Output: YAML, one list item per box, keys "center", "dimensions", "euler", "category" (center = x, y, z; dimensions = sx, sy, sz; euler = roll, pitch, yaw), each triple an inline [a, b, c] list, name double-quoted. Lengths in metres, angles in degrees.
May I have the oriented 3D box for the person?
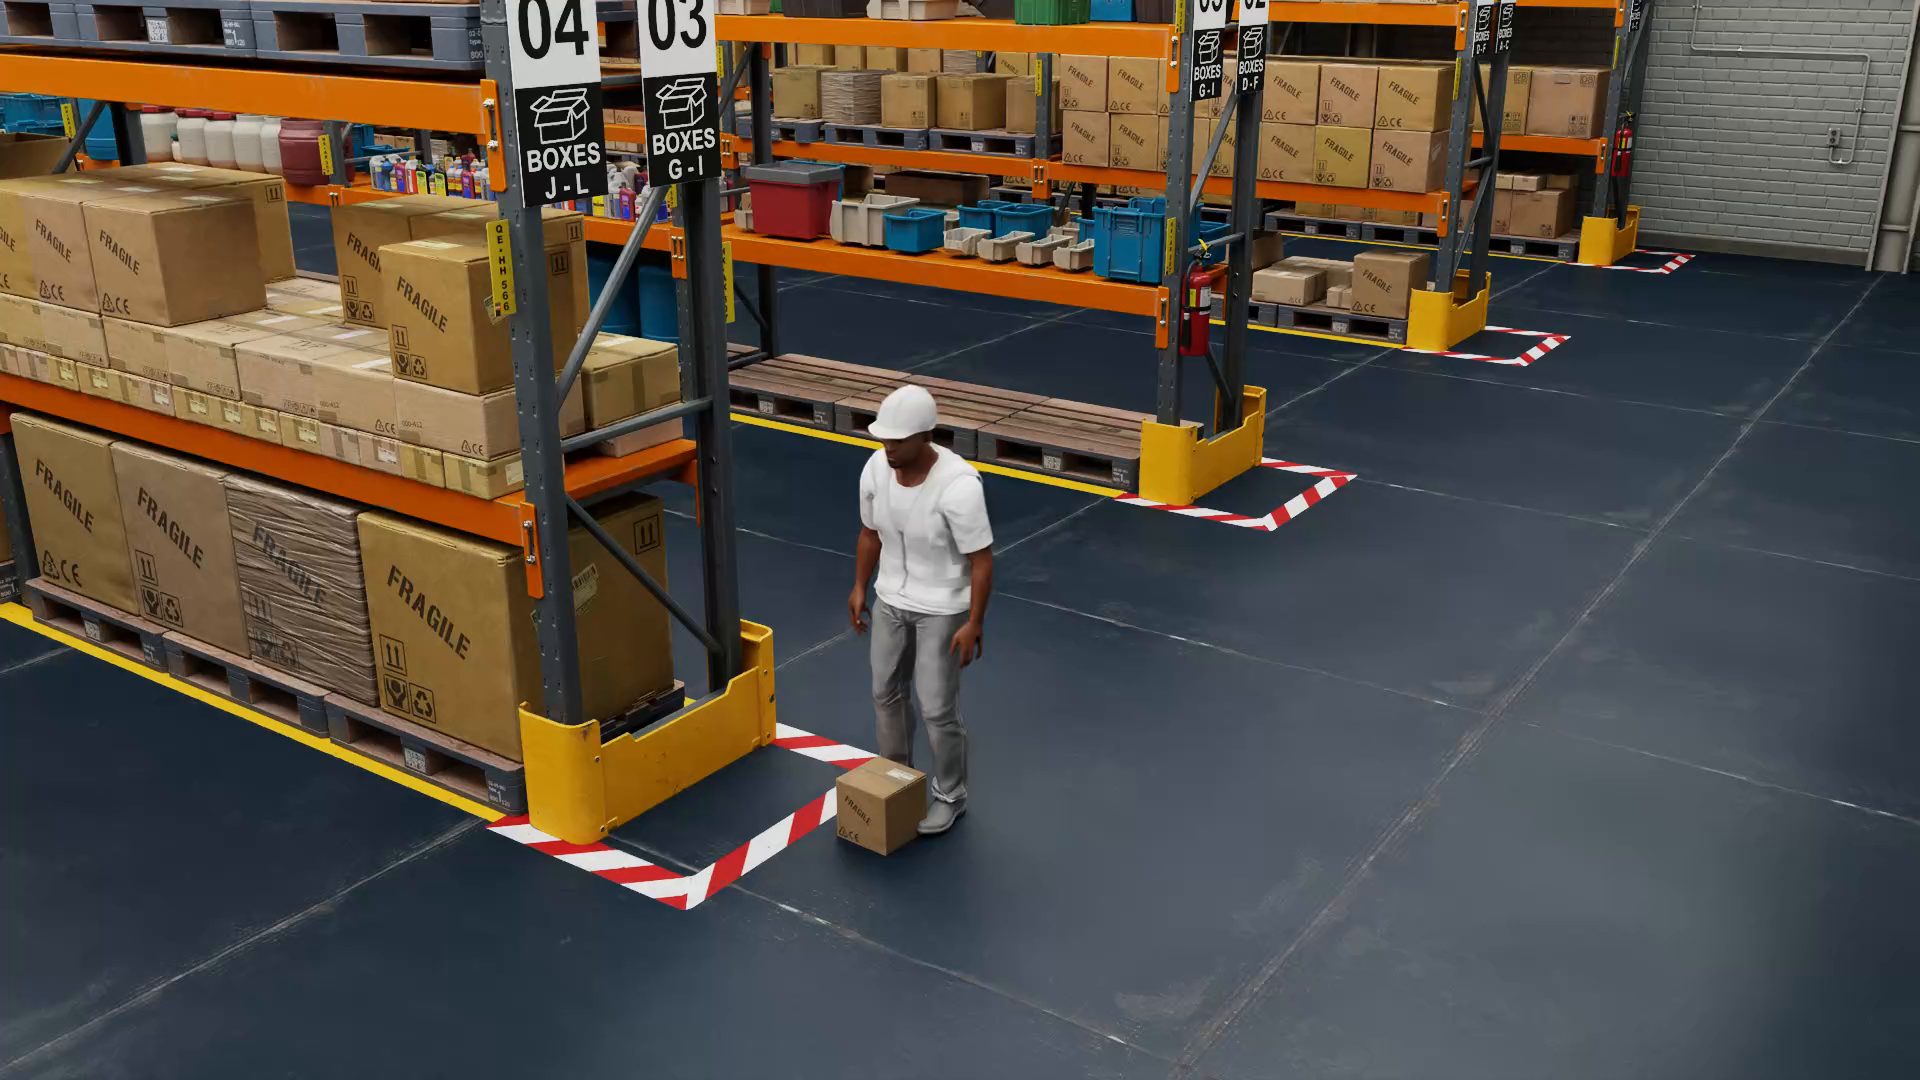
- center: [-0.166, 0.254, 6.333]
  dimensions: [0.634, 1.760, 0.463]
  euler: [15, 25, 36]
  category: "person"
